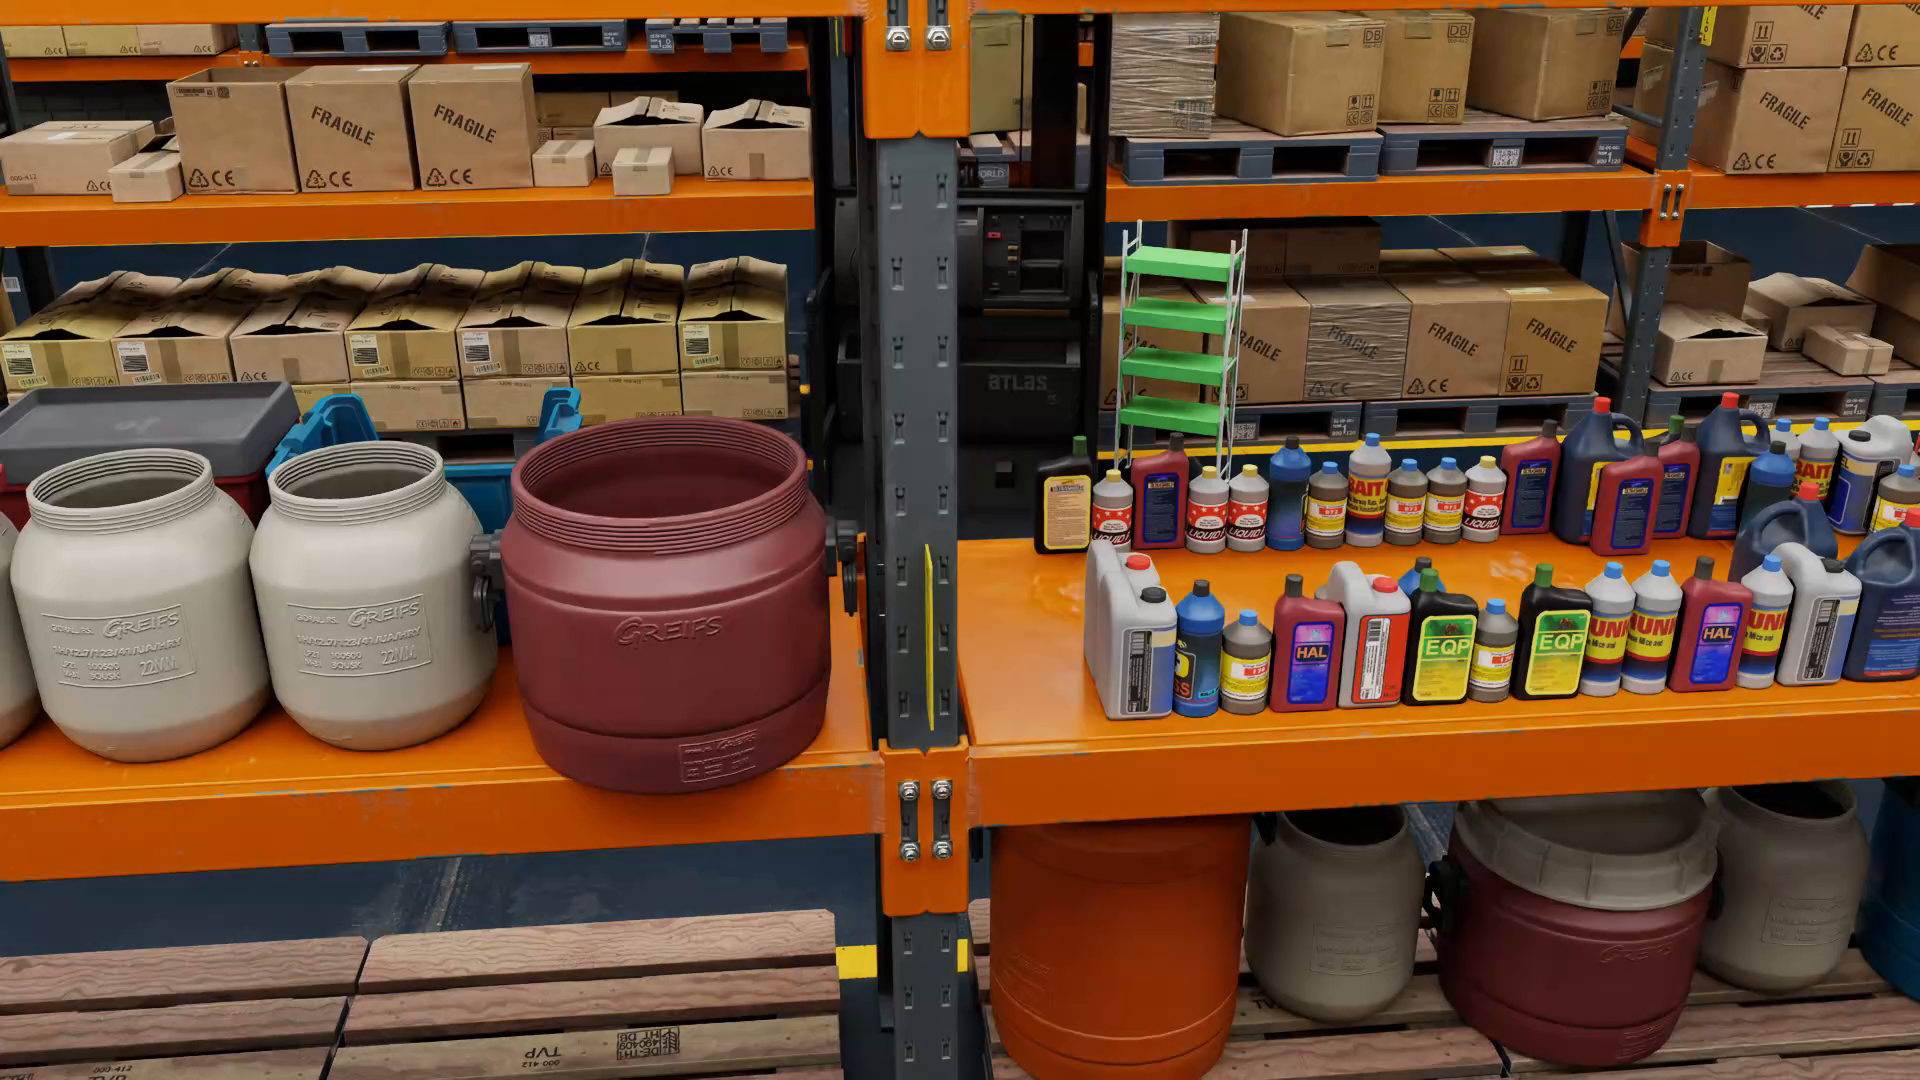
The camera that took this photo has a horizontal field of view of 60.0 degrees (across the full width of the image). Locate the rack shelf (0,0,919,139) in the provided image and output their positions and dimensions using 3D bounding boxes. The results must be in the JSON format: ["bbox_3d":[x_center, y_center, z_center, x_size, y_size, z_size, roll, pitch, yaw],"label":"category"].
[{"bbox_3d":[-2.106,-0.935,2.853,4.000,0.370,1.077,-2,24,-5],"label":"rack shelf"}]

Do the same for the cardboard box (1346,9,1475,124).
[{"bbox_3d":[2.210,-2.391,8.295,0.500,0.500,0.700,1,24,3],"label":"cardboard box"}]

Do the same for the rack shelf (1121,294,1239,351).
[{"bbox_3d":[1.004,-0.991,7.569,0.480,0.148,0.258,9,26,20],"label":"rack shelf"}]

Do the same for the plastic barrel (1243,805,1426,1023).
[{"bbox_3d":[0.923,0.887,4.107,0.421,0.512,0.421,0,24,0],"label":"plastic barrel"}]

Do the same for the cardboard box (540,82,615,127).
[{"bbox_3d":[-2.886,-3.309,12.614,0.500,0.250,0.500,-2,24,-5],"label":"cardboard box"}]

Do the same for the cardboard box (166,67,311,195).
[{"bbox_3d":[-3.289,-1.906,7.722,0.500,0.500,0.500,-1,24,-1],"label":"cardboard box"}]

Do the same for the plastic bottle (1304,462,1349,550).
[{"bbox_3d":[0.882,-0.089,4.001,0.097,0.201,0.097,0,24,0],"label":"plastic bottle"}]

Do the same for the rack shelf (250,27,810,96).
[{"bbox_3d":[-3.080,-3.568,12.471,4.000,0.370,1.077,-2,24,-5],"label":"rack shelf"}]

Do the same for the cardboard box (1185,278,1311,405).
[{"bbox_3d":[1.421,-1.000,8.344,0.500,0.500,0.500,-3,24,-7],"label":"cardboard box"}]

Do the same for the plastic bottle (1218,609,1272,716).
[{"bbox_3d":[0.562,0.234,3.275,0.097,0.201,0.097,0,24,0],"label":"plastic bottle"}]

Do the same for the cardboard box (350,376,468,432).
[{"bbox_3d":[-2.623,-0.728,8.064,0.500,0.250,0.500,-2,24,-4],"label":"cardboard box"}]

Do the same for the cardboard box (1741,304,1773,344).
[{"bbox_3d":[4.288,-1.210,9.246,0.250,0.149,0.380,-2,24,-5],"label":"cardboard box"}]

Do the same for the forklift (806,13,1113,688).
[{"bbox_3d":[-0.013,-1.056,6.017,1.130,2.935,3.031,1,24,3],"label":"forklift"}]

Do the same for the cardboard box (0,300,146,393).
[{"bbox_3d":[-4.144,-0.923,7.811,0.500,0.311,0.500,-2,24,-5],"label":"cardboard box"}]

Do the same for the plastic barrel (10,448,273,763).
[{"bbox_3d":[-1.538,0.120,3.148,0.421,0.512,0.421,0,24,0],"label":"plastic barrel"}]

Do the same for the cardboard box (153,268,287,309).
[{"bbox_3d":[-3.687,-1.162,8.350,0.500,0.311,0.500,-2,24,-4],"label":"cardboard box"}]

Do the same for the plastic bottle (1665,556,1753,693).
[{"bbox_3d":[1.501,0.166,3.326,0.133,0.283,0.061,-2,24,-5],"label":"plastic bottle"}]

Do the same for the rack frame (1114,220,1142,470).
[{"bbox_3d":[0.778,-0.868,7.725,0.015,1.200,0.240,9,26,20],"label":"rack frame"}]

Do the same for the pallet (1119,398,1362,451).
[{"bbox_3d":[1.359,-0.763,8.706,1.213,0.211,1.003,-2,24,-5],"label":"pallet"}]

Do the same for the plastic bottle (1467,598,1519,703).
[{"bbox_3d":[1.058,0.214,3.320,0.097,0.201,0.097,0,24,0],"label":"plastic bottle"}]

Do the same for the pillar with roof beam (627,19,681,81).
[{"bbox_3d":[-2.045,-5.276,8.041,0.400,9.000,9.100,-2,24,-5],"label":"pillar with roof beam"}]

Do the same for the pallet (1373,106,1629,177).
[{"bbox_3d":[2.576,-2.059,8.426,1.213,0.211,1.003,-2,24,-5],"label":"pallet"}]

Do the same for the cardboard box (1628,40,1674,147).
[{"bbox_3d":[3.854,-2.304,8.617,0.500,0.500,0.500,-2,24,-4],"label":"cardboard box"}]

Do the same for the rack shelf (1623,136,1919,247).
[{"bbox_3d":[5.372,-1.886,8.685,4.000,0.370,1.077,-2,24,-5],"label":"rack shelf"}]

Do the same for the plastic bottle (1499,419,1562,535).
[{"bbox_3d":[1.382,-0.154,4.046,0.133,0.283,0.061,-2,24,-5],"label":"plastic bottle"}]

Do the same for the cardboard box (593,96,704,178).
[{"bbox_3d":[-1.508,-1.977,8.114,0.500,0.311,0.500,-3,24,-6],"label":"cardboard box"}]

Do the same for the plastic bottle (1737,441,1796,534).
[{"bbox_3d":[1.917,-0.103,3.948,0.097,0.271,0.097,0,24,0],"label":"plastic bottle"}]

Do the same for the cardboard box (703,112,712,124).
[{"bbox_3d":[-1.801,-2.986,12.811,0.500,0.500,0.700,-2,24,-4],"label":"cardboard box"}]

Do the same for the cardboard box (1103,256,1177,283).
[{"bbox_3d":[0.824,-1.186,8.762,0.500,0.500,0.500,-3,24,-7],"label":"cardboard box"}]

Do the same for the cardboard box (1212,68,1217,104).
[{"bbox_3d":[2.257,-3.268,13.039,0.750,0.750,0.750,-2,24,-5],"label":"cardboard box"}]

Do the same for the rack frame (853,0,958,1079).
[{"bbox_3d":[-0.116,0.027,3.495,0.127,3.000,1.000,-2,24,-5],"label":"rack frame"}]

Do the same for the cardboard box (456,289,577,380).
[{"bbox_3d":[-2.115,-1.004,7.993,0.500,0.311,0.500,-2,24,-5],"label":"cardboard box"}]

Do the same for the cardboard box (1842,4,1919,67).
[{"bbox_3d":[4.392,-2.563,7.969,0.500,0.500,0.500,-3,24,-7],"label":"cardboard box"}]

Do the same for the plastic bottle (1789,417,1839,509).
[{"bbox_3d":[2.097,-0.169,4.096,0.097,0.271,0.097,0,24,0],"label":"plastic bottle"}]

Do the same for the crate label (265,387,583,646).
[{"bbox_3d":[-1.131,-0.058,3.645,0.616,0.435,0.502,-2,24,-5],"label":"crate label"}]

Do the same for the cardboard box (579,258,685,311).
[{"bbox_3d":[-1.671,-1.240,8.525,0.500,0.311,0.500,-3,24,-6],"label":"cardboard box"}]

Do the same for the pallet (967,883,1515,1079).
[{"bbox_3d":[0.665,1.253,4.170,1.213,0.211,1.003,-2,24,-5],"label":"pallet"}]

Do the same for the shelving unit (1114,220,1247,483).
[{"bbox_3d":[1.004,-0.830,7.641,0.503,1.200,0.258,9,26,20],"label":"shelving unit"}]

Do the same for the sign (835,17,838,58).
[{"bbox_3d":[-0.541,-2.280,7.261,0.005,0.325,0.100,-2,24,-5],"label":"sign"}]

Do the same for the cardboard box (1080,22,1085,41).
[{"bbox_3d":[0.786,-3.857,12.518,0.250,0.149,0.380,-2,24,-5],"label":"cardboard box"}]

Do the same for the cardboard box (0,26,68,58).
[{"bbox_3d":[-6.507,-3.574,11.757,0.500,0.250,0.500,-2,24,-5],"label":"cardboard box"}]

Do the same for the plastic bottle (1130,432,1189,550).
[{"bbox_3d":[0.475,-0.117,3.964,0.133,0.283,0.061,-2,24,-5],"label":"plastic bottle"}]

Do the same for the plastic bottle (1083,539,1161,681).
[{"bbox_3d":[0.332,0.136,3.404,0.135,0.276,0.152,-2,24,-5],"label":"plastic bottle"}]

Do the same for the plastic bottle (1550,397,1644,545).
[{"bbox_3d":[1.545,-0.174,4.009,0.185,0.351,0.144,-2,24,-5],"label":"plastic bottle"}]

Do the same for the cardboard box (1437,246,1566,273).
[{"bbox_3d":[2.876,-1.273,8.956,0.500,0.500,0.500,-3,24,-8],"label":"cardboard box"}]

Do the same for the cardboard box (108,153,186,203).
[{"bbox_3d":[-3.678,-1.653,7.586,0.250,0.149,0.380,-2,24,-5],"label":"cardboard box"}]

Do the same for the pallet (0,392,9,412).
[{"bbox_3d":[-5.375,-0.526,8.174,1.213,0.211,1.003,-2,24,-5],"label":"pallet"}]
